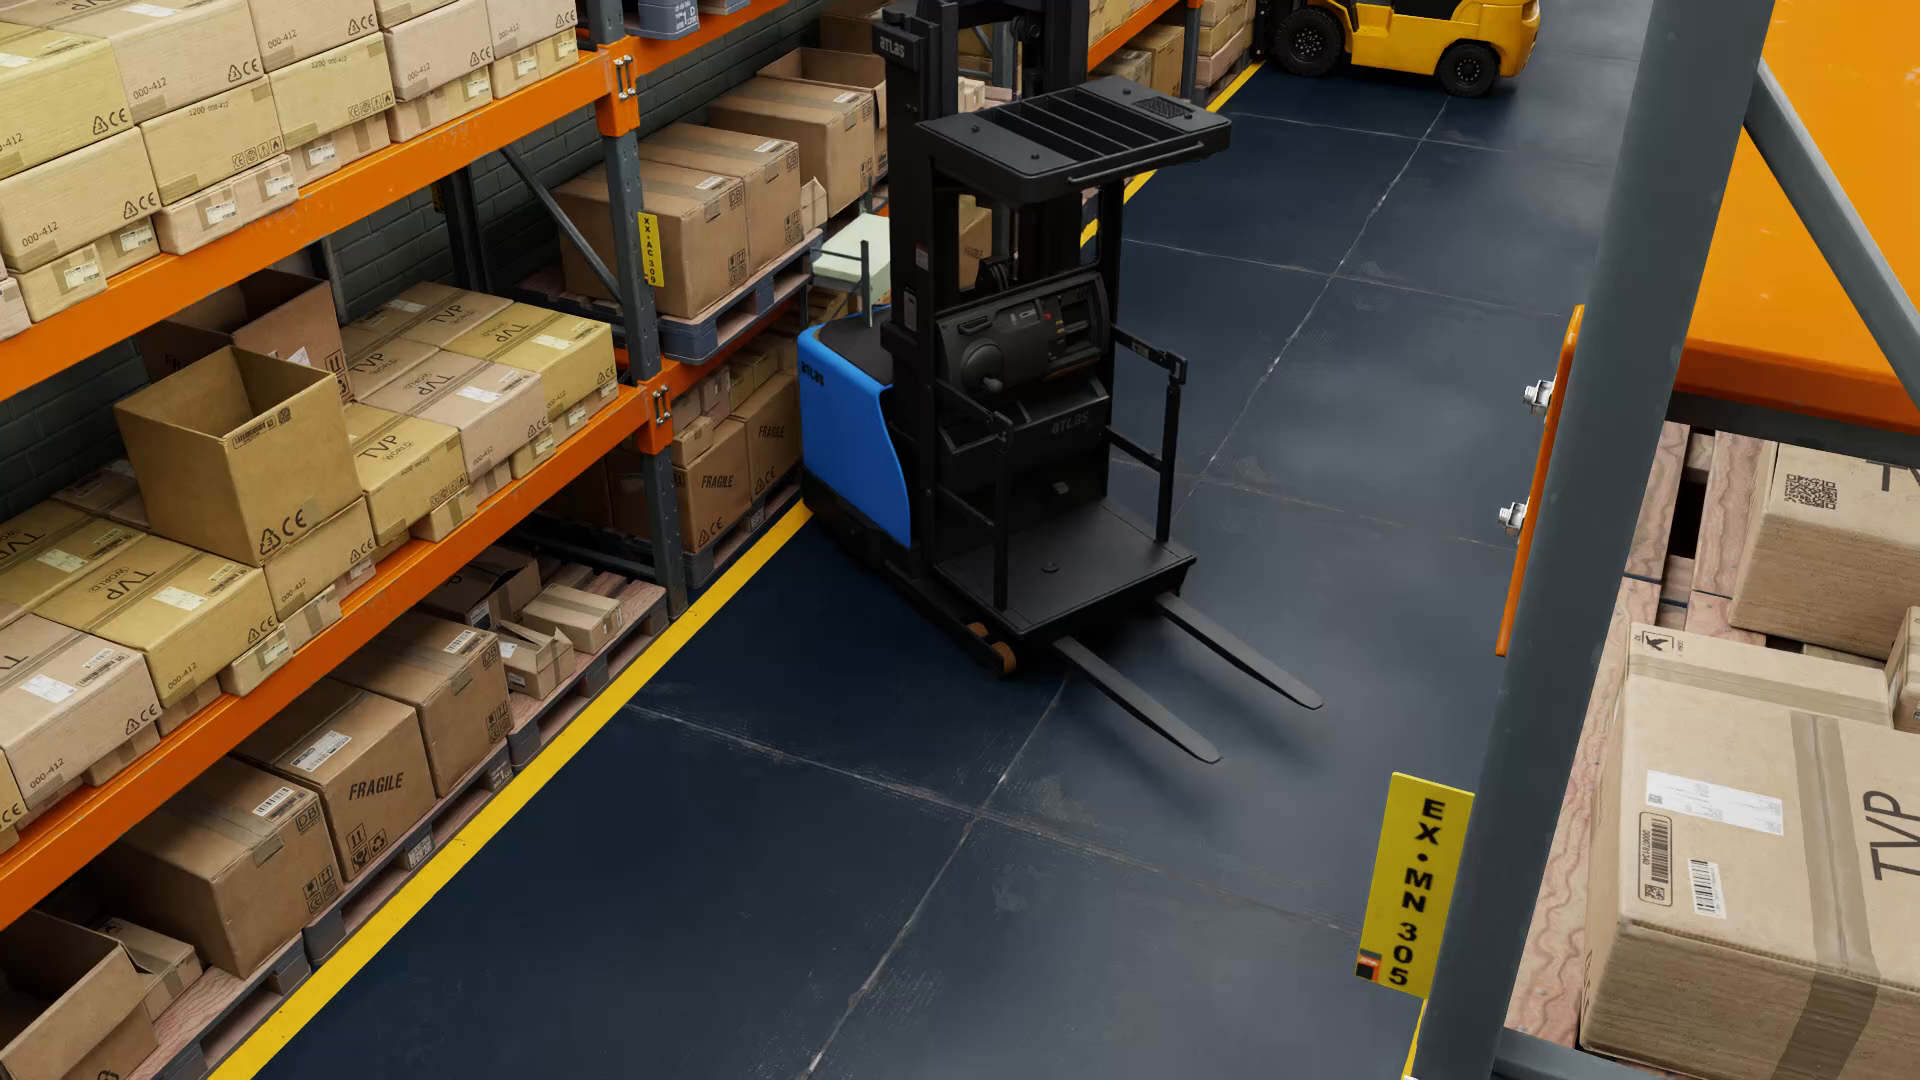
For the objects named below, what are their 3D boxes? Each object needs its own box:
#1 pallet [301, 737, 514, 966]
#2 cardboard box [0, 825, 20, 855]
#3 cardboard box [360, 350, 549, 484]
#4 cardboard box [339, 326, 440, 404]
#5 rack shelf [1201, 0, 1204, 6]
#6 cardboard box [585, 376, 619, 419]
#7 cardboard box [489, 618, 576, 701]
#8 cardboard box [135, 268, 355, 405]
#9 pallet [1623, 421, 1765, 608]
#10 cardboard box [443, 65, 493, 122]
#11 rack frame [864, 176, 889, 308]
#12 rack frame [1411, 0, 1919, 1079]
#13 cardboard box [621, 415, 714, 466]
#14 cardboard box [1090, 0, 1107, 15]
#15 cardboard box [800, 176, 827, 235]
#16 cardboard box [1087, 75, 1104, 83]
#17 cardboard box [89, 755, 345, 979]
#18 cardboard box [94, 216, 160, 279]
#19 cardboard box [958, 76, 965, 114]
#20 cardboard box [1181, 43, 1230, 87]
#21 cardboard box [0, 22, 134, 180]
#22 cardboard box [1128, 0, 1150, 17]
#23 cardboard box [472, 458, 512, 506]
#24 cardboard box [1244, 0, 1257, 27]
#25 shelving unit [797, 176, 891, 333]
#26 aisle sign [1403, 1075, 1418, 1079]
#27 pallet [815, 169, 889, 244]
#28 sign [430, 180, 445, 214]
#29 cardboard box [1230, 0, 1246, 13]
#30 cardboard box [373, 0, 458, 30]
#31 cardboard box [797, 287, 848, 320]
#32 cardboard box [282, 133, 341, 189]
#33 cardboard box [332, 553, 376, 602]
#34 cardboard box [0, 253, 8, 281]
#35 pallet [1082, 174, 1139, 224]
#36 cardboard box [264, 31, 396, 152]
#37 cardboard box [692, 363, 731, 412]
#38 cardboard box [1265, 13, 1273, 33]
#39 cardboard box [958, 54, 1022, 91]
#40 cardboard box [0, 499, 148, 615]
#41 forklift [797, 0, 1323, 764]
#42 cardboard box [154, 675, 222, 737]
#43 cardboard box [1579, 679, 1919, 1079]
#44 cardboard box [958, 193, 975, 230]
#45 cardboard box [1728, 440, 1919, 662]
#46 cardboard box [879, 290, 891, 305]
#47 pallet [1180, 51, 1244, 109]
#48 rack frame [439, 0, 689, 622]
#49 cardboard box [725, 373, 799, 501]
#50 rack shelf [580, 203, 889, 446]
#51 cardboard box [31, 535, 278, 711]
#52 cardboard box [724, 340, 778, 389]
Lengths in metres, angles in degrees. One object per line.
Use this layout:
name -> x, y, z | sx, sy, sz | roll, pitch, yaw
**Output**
pallet -> -2.619, 1.118, 6.853 | 1.003, 0.211, 1.213 | 14, 36, 20
cardboard box -> -3.044, 0.859, 4.933 | 0.380, 0.149, 0.250 | 15, 36, 22
cardboard box -> -2.010, -0.499, 6.641 | 0.500, 0.250, 0.500 | 14, 36, 21
cardboard box -> -2.478, -0.625, 6.834 | 0.500, 0.250, 0.500 | 14, 36, 20
rack shelf -> 2.362, -5.679, 15.332 | 1.077, 0.370, 4.000 | 14, 36, 20
cardboard box -> -1.726, -0.678, 7.278 | 0.380, 0.149, 0.250 | 15, 36, 21
cardboard box -> -1.938, 0.491, 7.377 | 0.396, 0.266, 0.258 | 15, 36, 22
cardboard box -> -2.687, -0.694, 6.255 | 0.500, 0.500, 0.500 | 13, 35, 19
pallet -> 1.824, -0.070, 3.466 | 1.003, 0.211, 1.213 | 14, 36, 20
cardboard box -> -1.930, -1.649, 6.023 | 0.380, 0.149, 0.250 | 15, 36, 22
rack frame -> -0.330, -1.258, 9.148 | 0.400, 1.500, 0.023 | 15, 37, 20
rack frame -> 1.011, -0.380, 1.123 | 0.949, 2.616, 0.053 | 14, 36, 20
cardboard box -> -1.430, -0.519, 8.111 | 0.380, 0.149, 0.250 | 16, 36, 23
cardboard box -> 0.705, -3.809, 11.504 | 0.500, 0.250, 0.500 | 13, 36, 19
cardboard box -> -0.892, -1.723, 8.382 | 0.396, 0.266, 0.258 | 16, 36, 23
cardboard box -> 0.672, -3.145, 12.593 | 0.875, 0.625, 0.625 | 13, 35, 19
cardboard box -> -2.761, 1.162, 6.138 | 0.700, 0.500, 0.500 | 16, 36, 22
cardboard box -> -2.594, -0.893, 4.870 | 0.380, 0.149, 0.250 | 14, 36, 20
cardboard box -> -0.296, -2.505, 9.589 | 0.500, 0.250, 0.500 | 12, 35, 18
cardboard box -> 2.028, -4.175, 14.506 | 0.500, 0.250, 0.500 | 15, 36, 21
cardboard box -> -2.654, -1.198, 4.516 | 0.500, 0.250, 0.500 | 14, 36, 20
cardboard box -> 1.111, -4.119, 12.432 | 0.500, 0.250, 0.500 | 14, 36, 21
cardboard box -> -2.036, -0.284, 6.677 | 0.380, 0.149, 0.250 | 15, 36, 22
cardboard box -> 2.437, -4.888, 15.138 | 0.500, 0.250, 0.500 | 14, 36, 20
shelving unit -> -0.485, -1.072, 8.873 | 0.431, 1.500, 0.755 | 15, 37, 20
aisle sign -> 0.703, 1.007, 2.108 | 0.394, 0.787, 0.004 | 14, 36, 20
pallet -> -0.958, -1.942, 9.151 | 1.003, 0.211, 1.213 | 14, 36, 20
sign -> -2.328, -1.610, 7.413 | 0.100, 0.325, 0.005 | 14, 36, 20
cardboard box -> 2.235, -4.849, 14.623 | 0.500, 0.250, 0.500 | 14, 36, 21
cardboard box -> -2.019, -1.964, 5.683 | 0.500, 0.250, 0.500 | 14, 36, 20
cardboard box -> -0.855, -1.325, 9.340 | 0.380, 0.149, 0.250 | 14, 36, 21
cardboard box -> -2.275, -1.275, 5.452 | 0.380, 0.149, 0.250 | 15, 36, 21
cardboard box -> -2.388, 0.086, 6.112 | 0.380, 0.149, 0.250 | 14, 36, 20
cardboard box -> -2.868, -0.740, 4.273 | 0.500, 0.250, 0.500 | 15, 36, 21
pallet -> 0.743, -2.832, 12.877 | 1.003, 0.211, 1.213 | 14, 36, 20
cardboard box -> -2.229, -1.504, 5.439 | 0.500, 0.250, 0.500 | 15, 36, 21
cardboard box -> -1.365, -0.784, 8.244 | 0.380, 0.149, 0.250 | 12, 35, 18
cardboard box -> 2.658, -4.939, 15.672 | 0.500, 0.250, 0.500 | 15, 36, 22
cardboard box -> 0.259, -3.094, 10.870 | 0.500, 0.250, 0.500 | 14, 36, 21
cardboard box -> -3.116, 0.139, 5.669 | 0.500, 0.250, 0.500 | 15, 36, 22
forklift -> 0.428, -0.887, 7.430 | 1.130, 2.935, 3.031 | -22, 39, -29
cardboard box -> -2.699, 0.475, 5.519 | 0.380, 0.149, 0.250 | 15, 36, 21
cardboard box -> 1.121, 0.475, 2.217 | 0.500, 0.250, 0.500 | 11, 35, 16
cardboard box -> -0.125, -2.089, 10.506 | 0.380, 0.149, 0.250 | 12, 35, 18
cardboard box -> 1.686, -0.039, 2.946 | 0.500, 0.311, 0.500 | 15, 36, 21
cardboard box -> -0.566, -1.354, 9.976 | 0.500, 0.500, 0.500 | 16, 36, 23
pallet -> 1.896, -4.205, 14.970 | 1.003, 0.211, 1.213 | 14, 36, 20
rack frame -> -1.822, -1.000, 7.539 | 1.000, 3.000, 0.127 | 14, 36, 20
cardboard box -> -1.202, -0.587, 8.806 | 0.500, 0.500, 0.500 | 14, 36, 20
rack shelf -> -0.985, -1.695, 9.256 | 1.077, 0.370, 4.000 | 14, 36, 20
cardboard box -> -2.641, 0.262, 5.480 | 0.500, 0.250, 0.500 | 13, 36, 20
cardboard box -> -1.185, -0.945, 8.760 | 0.380, 0.149, 0.250 | 14, 36, 20
